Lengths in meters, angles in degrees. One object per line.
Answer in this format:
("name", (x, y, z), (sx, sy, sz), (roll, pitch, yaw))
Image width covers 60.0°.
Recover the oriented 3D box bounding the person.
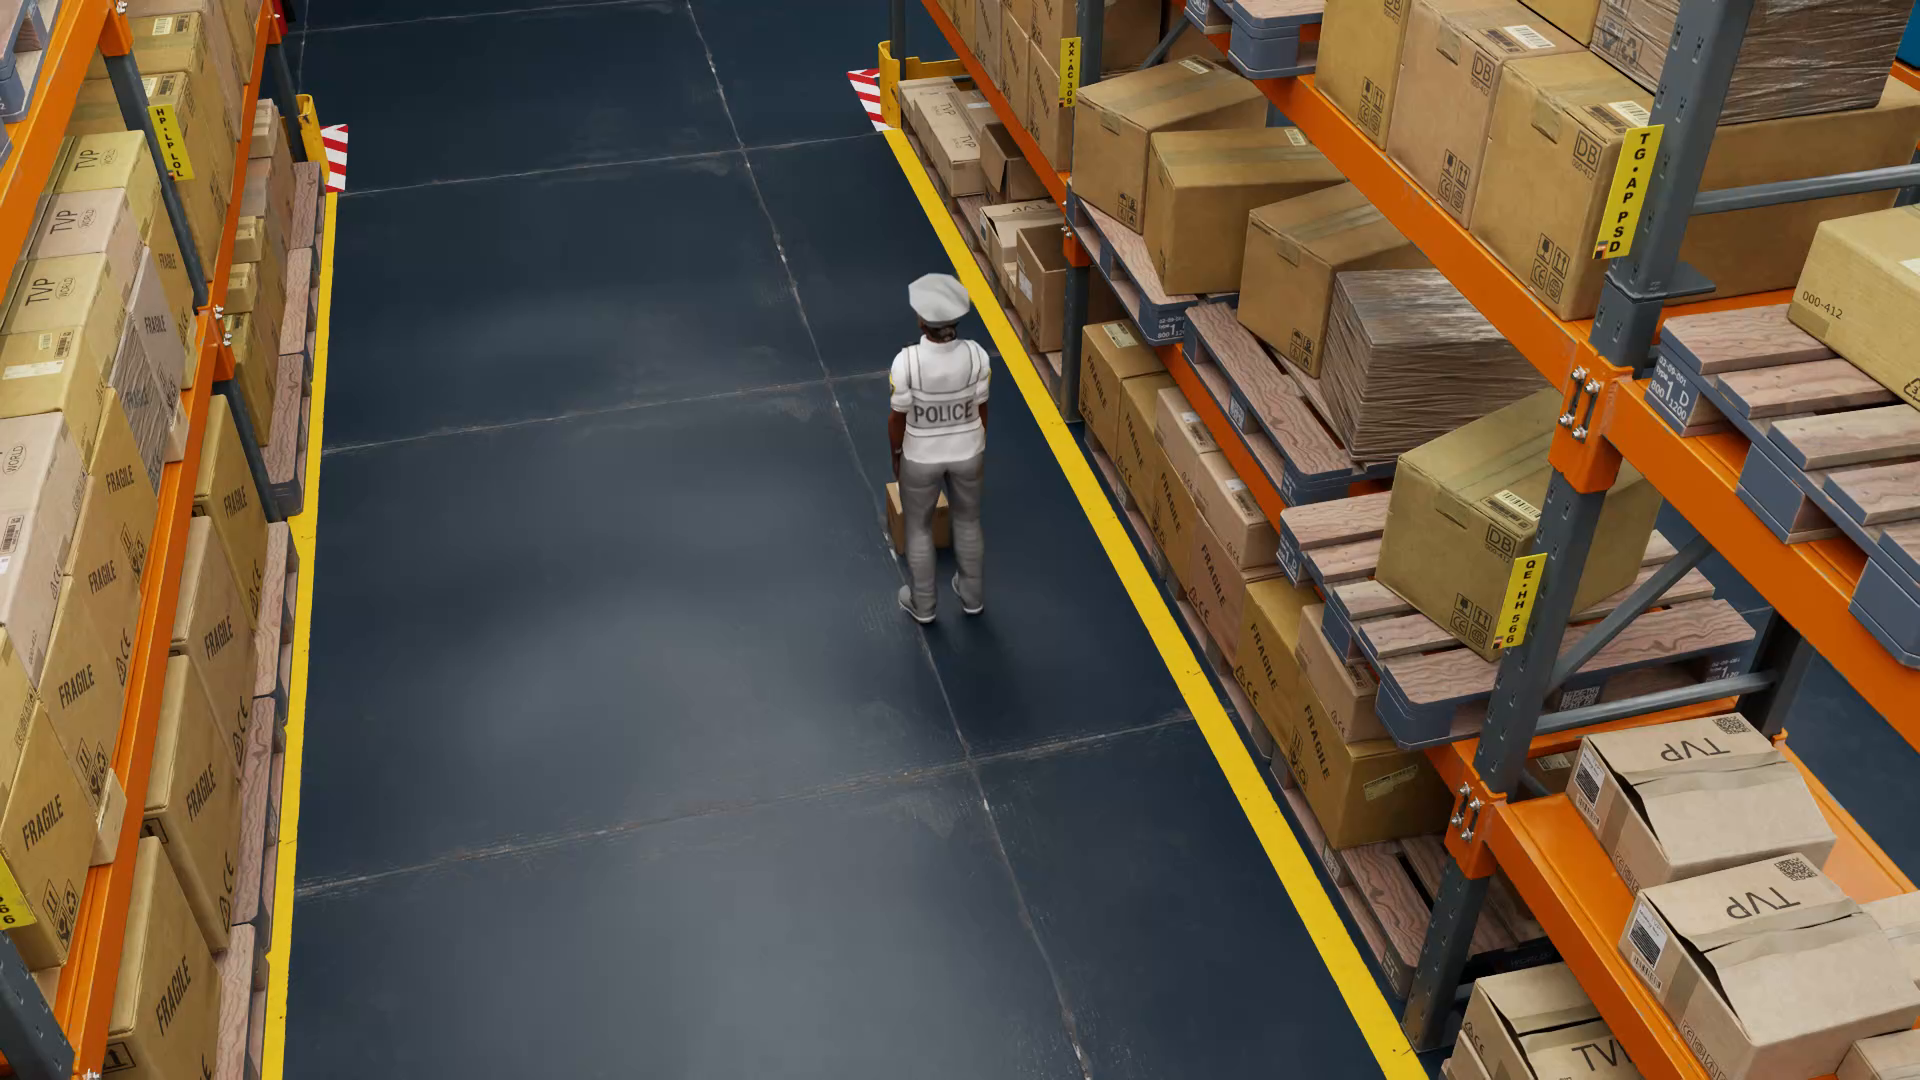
("person", (-0.096, -0.374, 7.183), (0.436, 1.697, 0.339), (-8, 39, -10))
